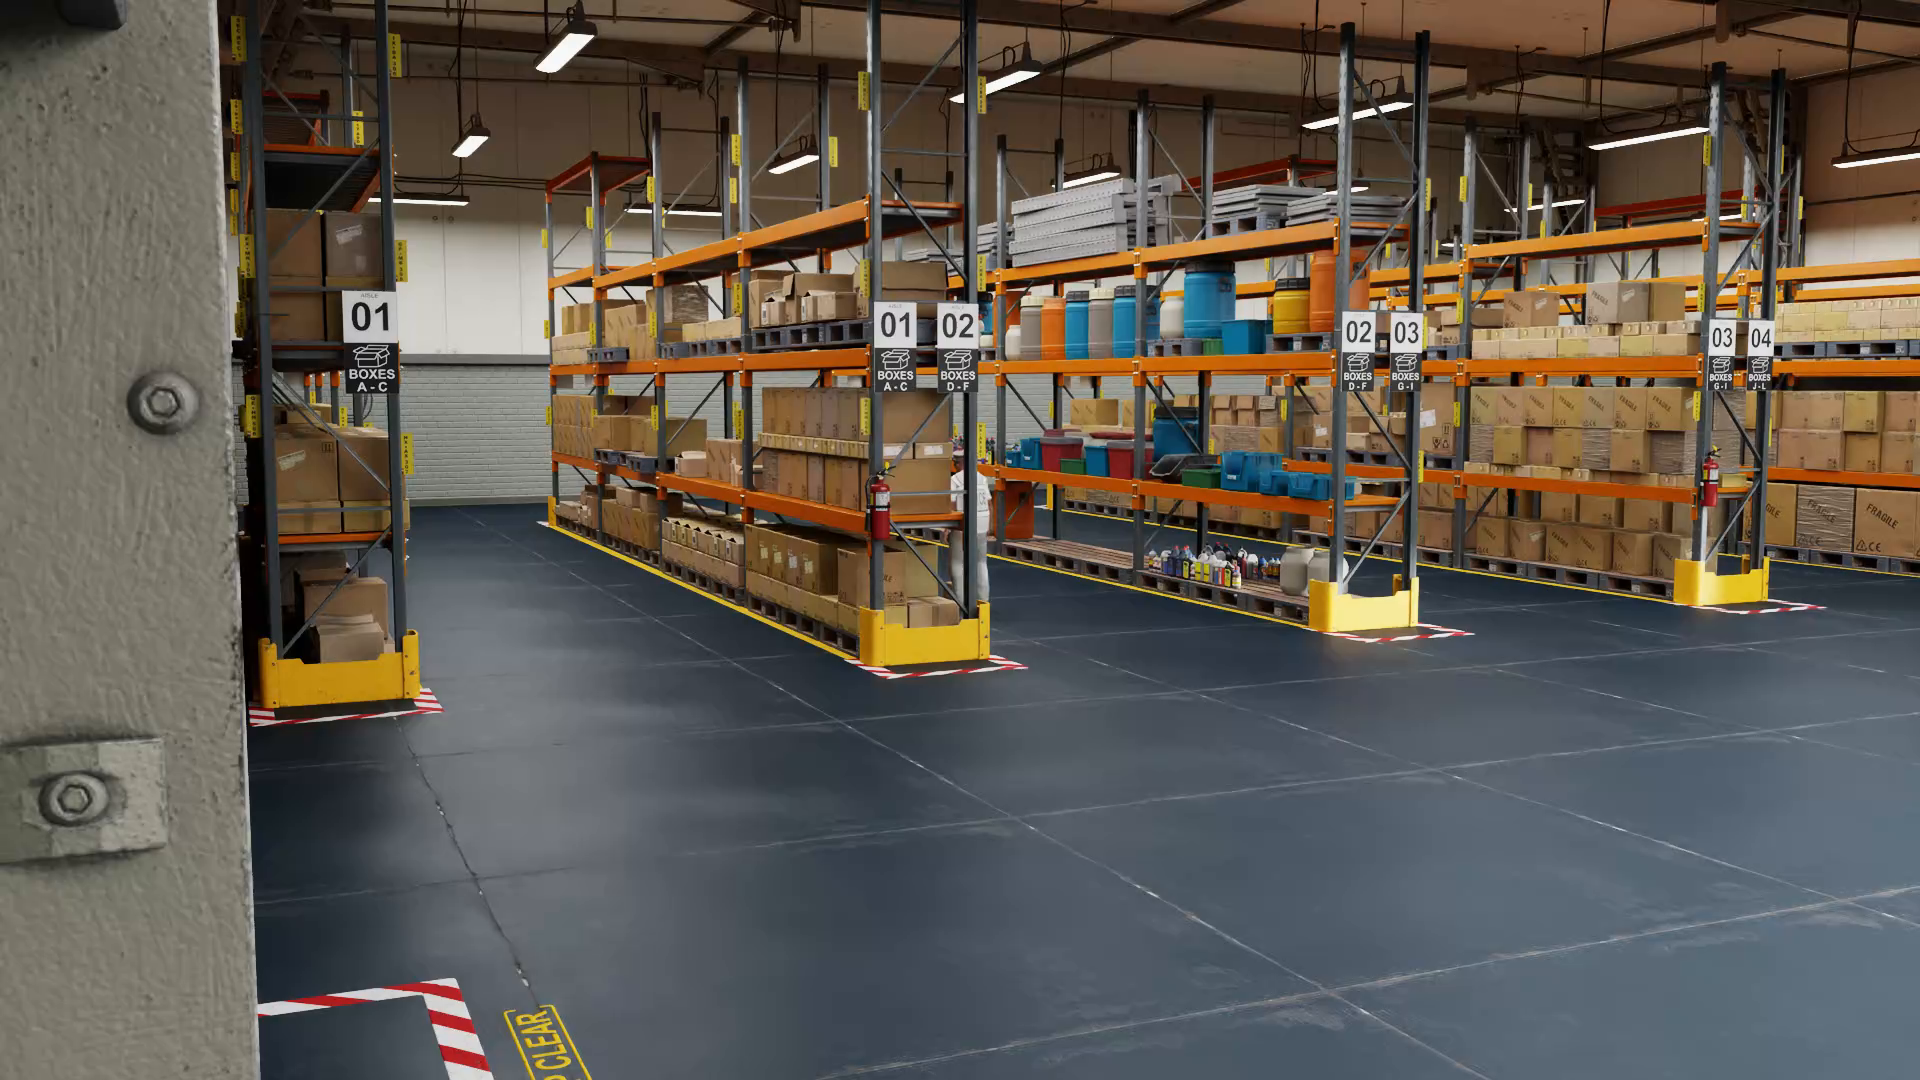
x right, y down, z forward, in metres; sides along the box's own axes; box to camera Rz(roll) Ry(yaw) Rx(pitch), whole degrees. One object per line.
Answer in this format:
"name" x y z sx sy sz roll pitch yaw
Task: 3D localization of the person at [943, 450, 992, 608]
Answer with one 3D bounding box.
"person" 0.088 -0.116 18.455 0.598 1.747 0.447 -3 6 -27
